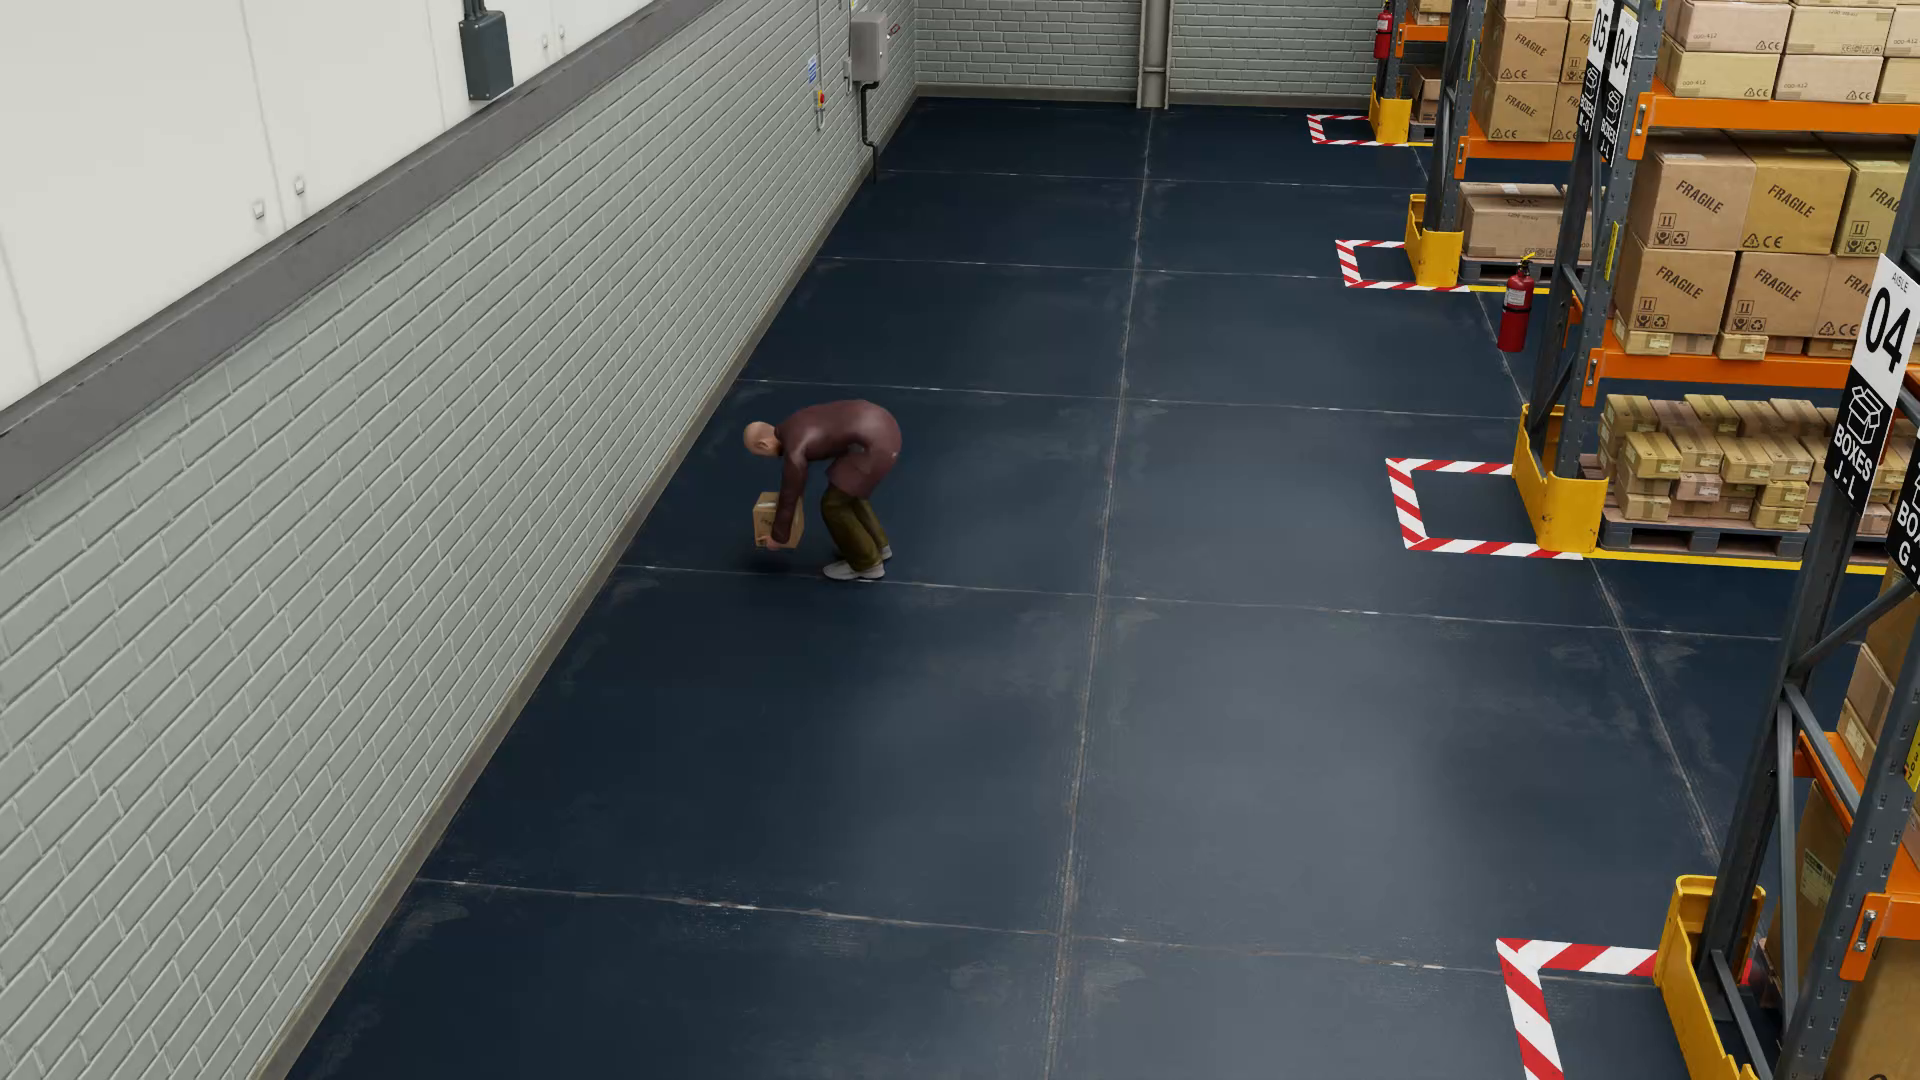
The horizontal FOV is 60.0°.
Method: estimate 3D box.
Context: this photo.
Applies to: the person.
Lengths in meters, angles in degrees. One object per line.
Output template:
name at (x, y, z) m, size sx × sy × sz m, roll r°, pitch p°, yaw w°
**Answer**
person at (-0.816, -0.325, 9.993) m, size 0.949 × 1.078 × 0.581 m, roll 2°, pitch 28°, yaw 4°
